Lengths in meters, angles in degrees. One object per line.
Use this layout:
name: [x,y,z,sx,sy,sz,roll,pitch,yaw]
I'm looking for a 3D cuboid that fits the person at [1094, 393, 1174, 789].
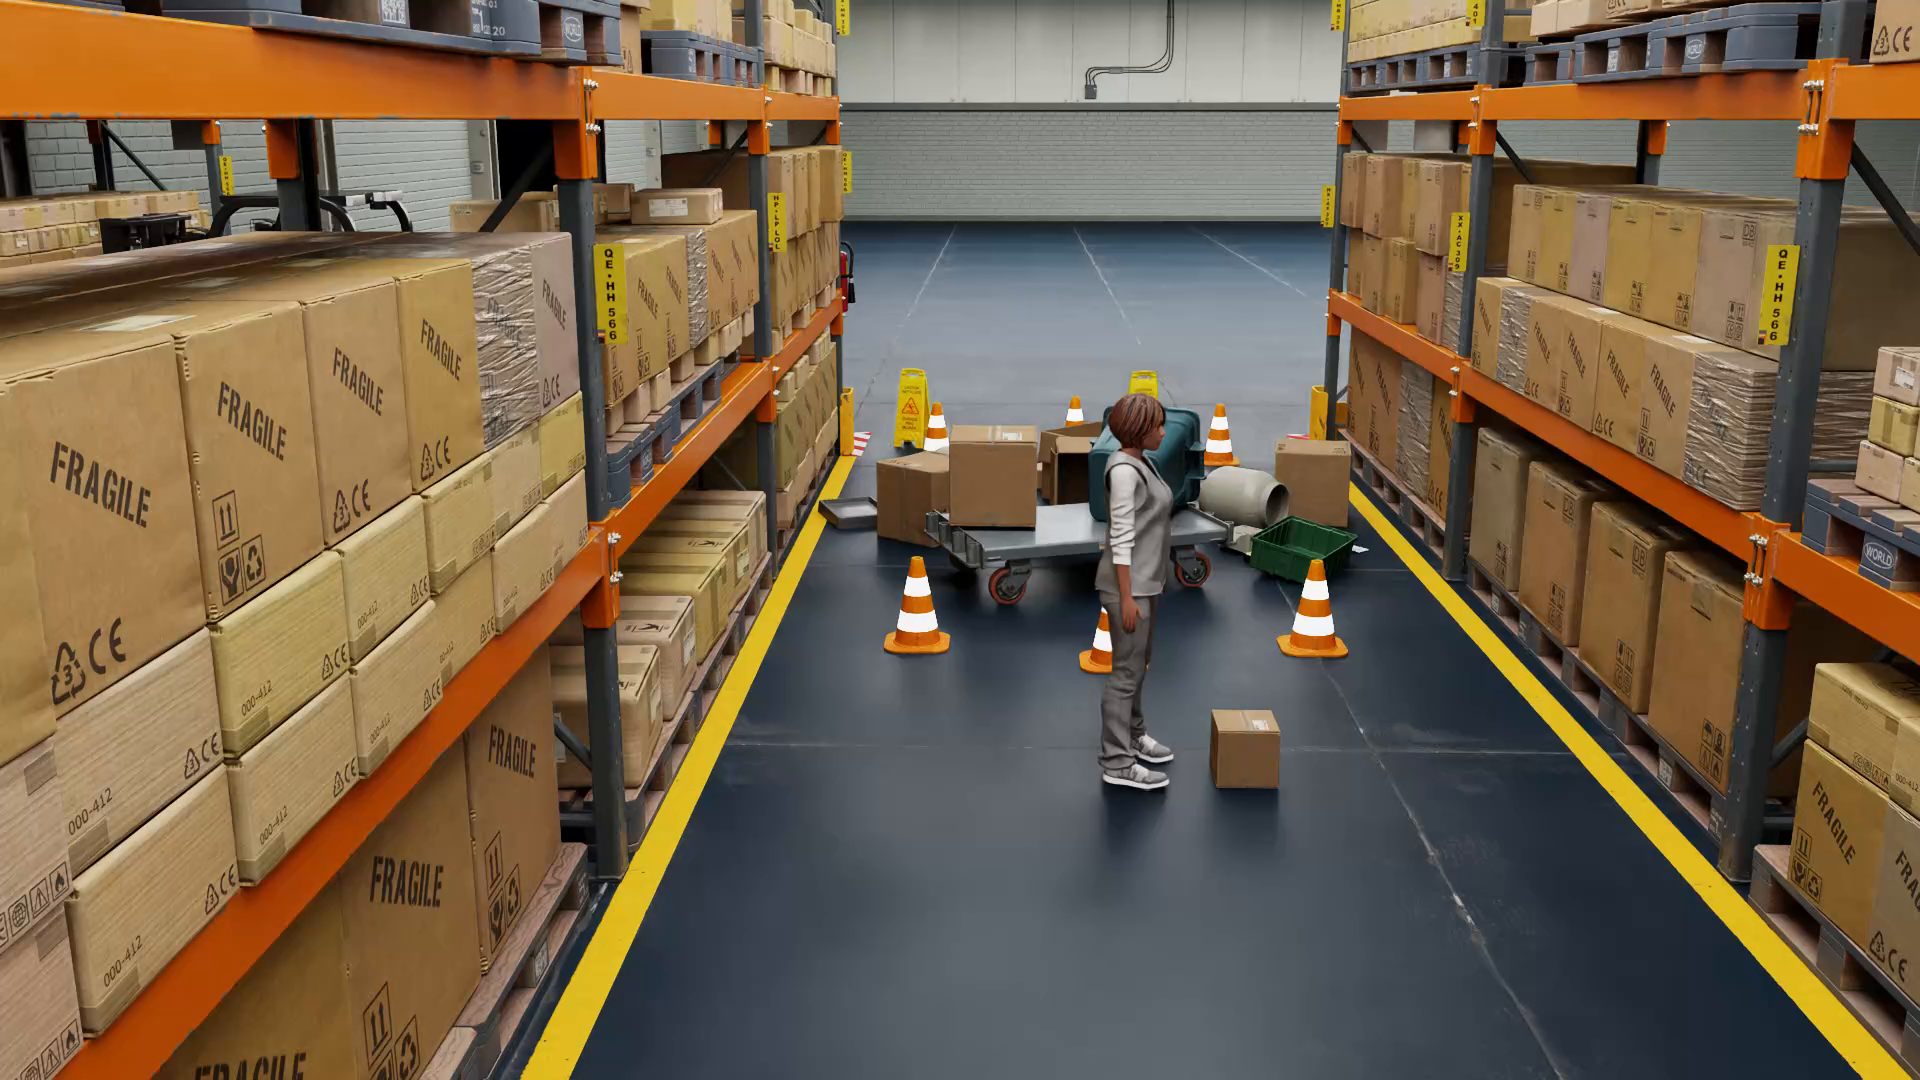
person: [0.713,0.200,6.727,0.334,1.594,0.503,3,14,11]
